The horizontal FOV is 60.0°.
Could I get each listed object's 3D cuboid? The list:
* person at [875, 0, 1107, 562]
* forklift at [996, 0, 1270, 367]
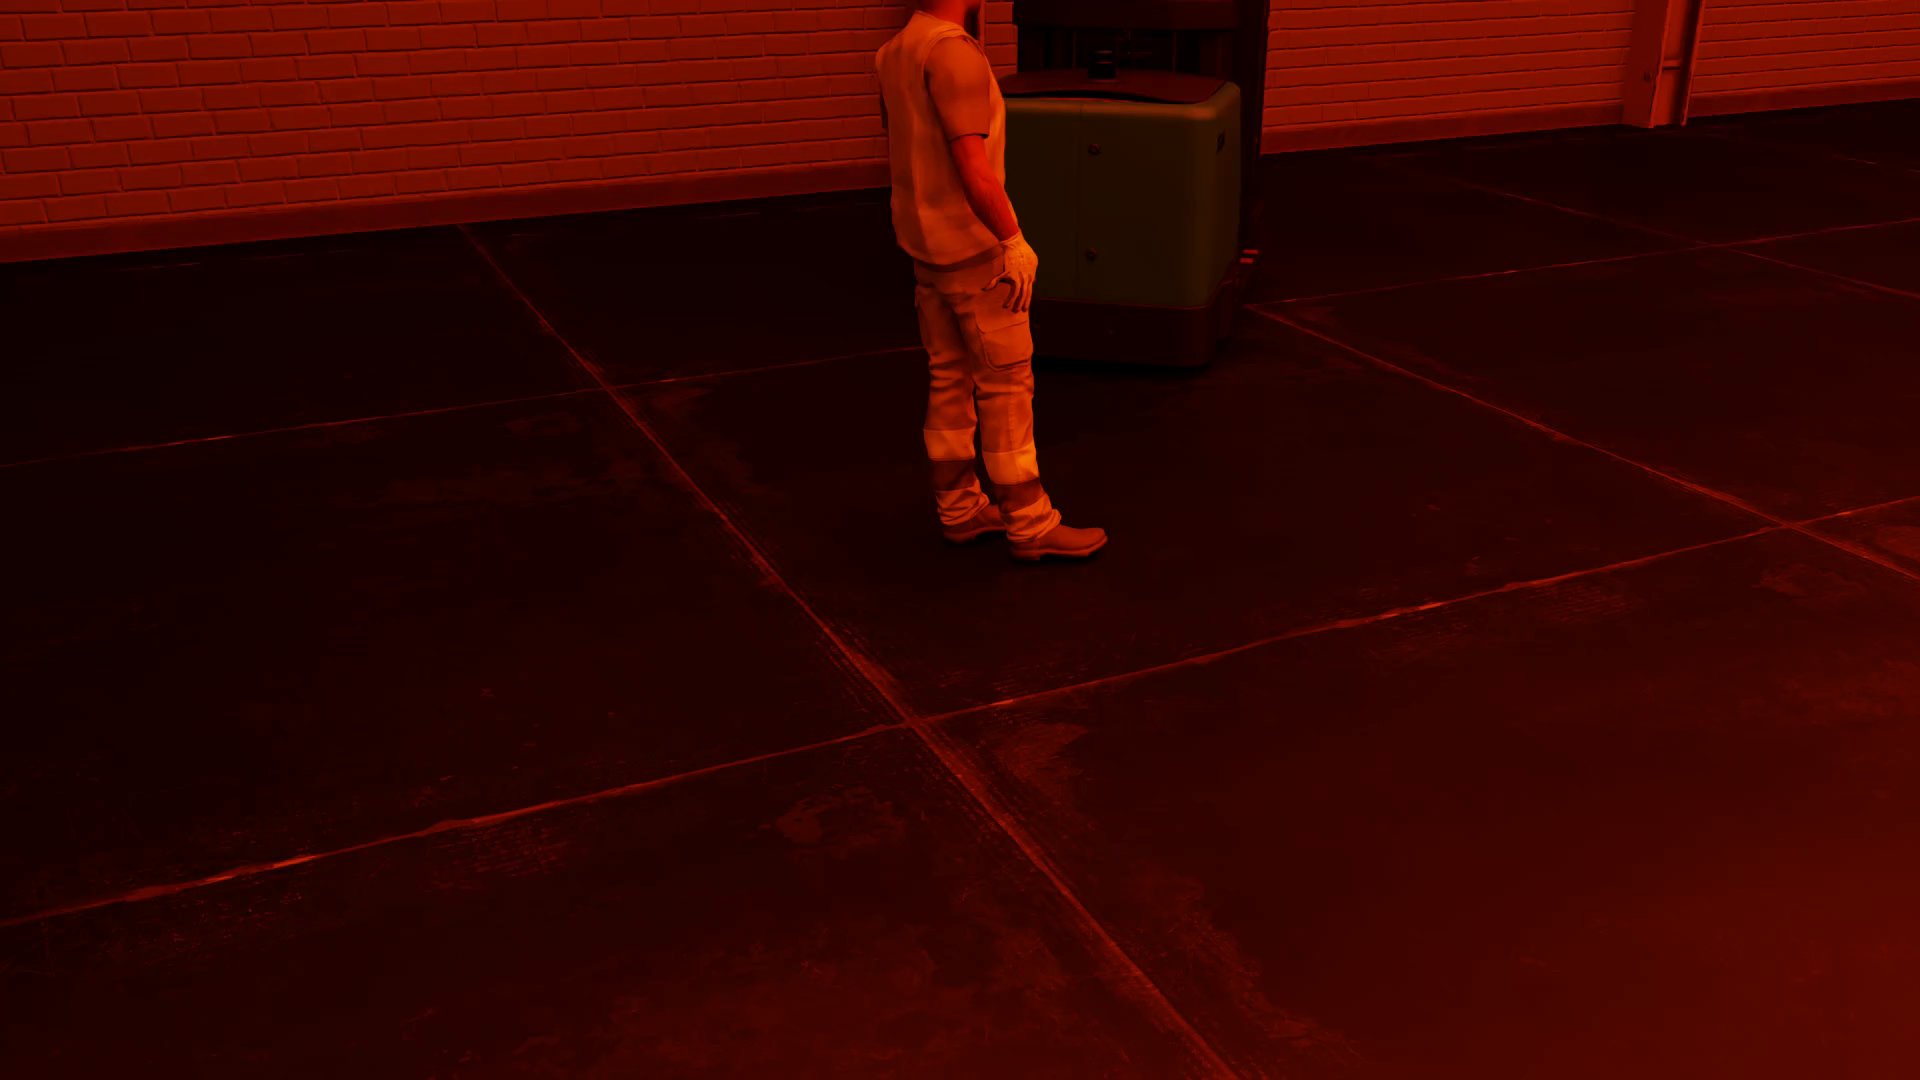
[{"bbox_3d":[0.078,-0.842,4.784,0.562,1.789,0.638,-10,25,-23],"label":"person"},{"bbox_3d":[0.861,-2.571,7.475,1.130,2.935,3.031,6,23,14],"label":"forklift"}]
